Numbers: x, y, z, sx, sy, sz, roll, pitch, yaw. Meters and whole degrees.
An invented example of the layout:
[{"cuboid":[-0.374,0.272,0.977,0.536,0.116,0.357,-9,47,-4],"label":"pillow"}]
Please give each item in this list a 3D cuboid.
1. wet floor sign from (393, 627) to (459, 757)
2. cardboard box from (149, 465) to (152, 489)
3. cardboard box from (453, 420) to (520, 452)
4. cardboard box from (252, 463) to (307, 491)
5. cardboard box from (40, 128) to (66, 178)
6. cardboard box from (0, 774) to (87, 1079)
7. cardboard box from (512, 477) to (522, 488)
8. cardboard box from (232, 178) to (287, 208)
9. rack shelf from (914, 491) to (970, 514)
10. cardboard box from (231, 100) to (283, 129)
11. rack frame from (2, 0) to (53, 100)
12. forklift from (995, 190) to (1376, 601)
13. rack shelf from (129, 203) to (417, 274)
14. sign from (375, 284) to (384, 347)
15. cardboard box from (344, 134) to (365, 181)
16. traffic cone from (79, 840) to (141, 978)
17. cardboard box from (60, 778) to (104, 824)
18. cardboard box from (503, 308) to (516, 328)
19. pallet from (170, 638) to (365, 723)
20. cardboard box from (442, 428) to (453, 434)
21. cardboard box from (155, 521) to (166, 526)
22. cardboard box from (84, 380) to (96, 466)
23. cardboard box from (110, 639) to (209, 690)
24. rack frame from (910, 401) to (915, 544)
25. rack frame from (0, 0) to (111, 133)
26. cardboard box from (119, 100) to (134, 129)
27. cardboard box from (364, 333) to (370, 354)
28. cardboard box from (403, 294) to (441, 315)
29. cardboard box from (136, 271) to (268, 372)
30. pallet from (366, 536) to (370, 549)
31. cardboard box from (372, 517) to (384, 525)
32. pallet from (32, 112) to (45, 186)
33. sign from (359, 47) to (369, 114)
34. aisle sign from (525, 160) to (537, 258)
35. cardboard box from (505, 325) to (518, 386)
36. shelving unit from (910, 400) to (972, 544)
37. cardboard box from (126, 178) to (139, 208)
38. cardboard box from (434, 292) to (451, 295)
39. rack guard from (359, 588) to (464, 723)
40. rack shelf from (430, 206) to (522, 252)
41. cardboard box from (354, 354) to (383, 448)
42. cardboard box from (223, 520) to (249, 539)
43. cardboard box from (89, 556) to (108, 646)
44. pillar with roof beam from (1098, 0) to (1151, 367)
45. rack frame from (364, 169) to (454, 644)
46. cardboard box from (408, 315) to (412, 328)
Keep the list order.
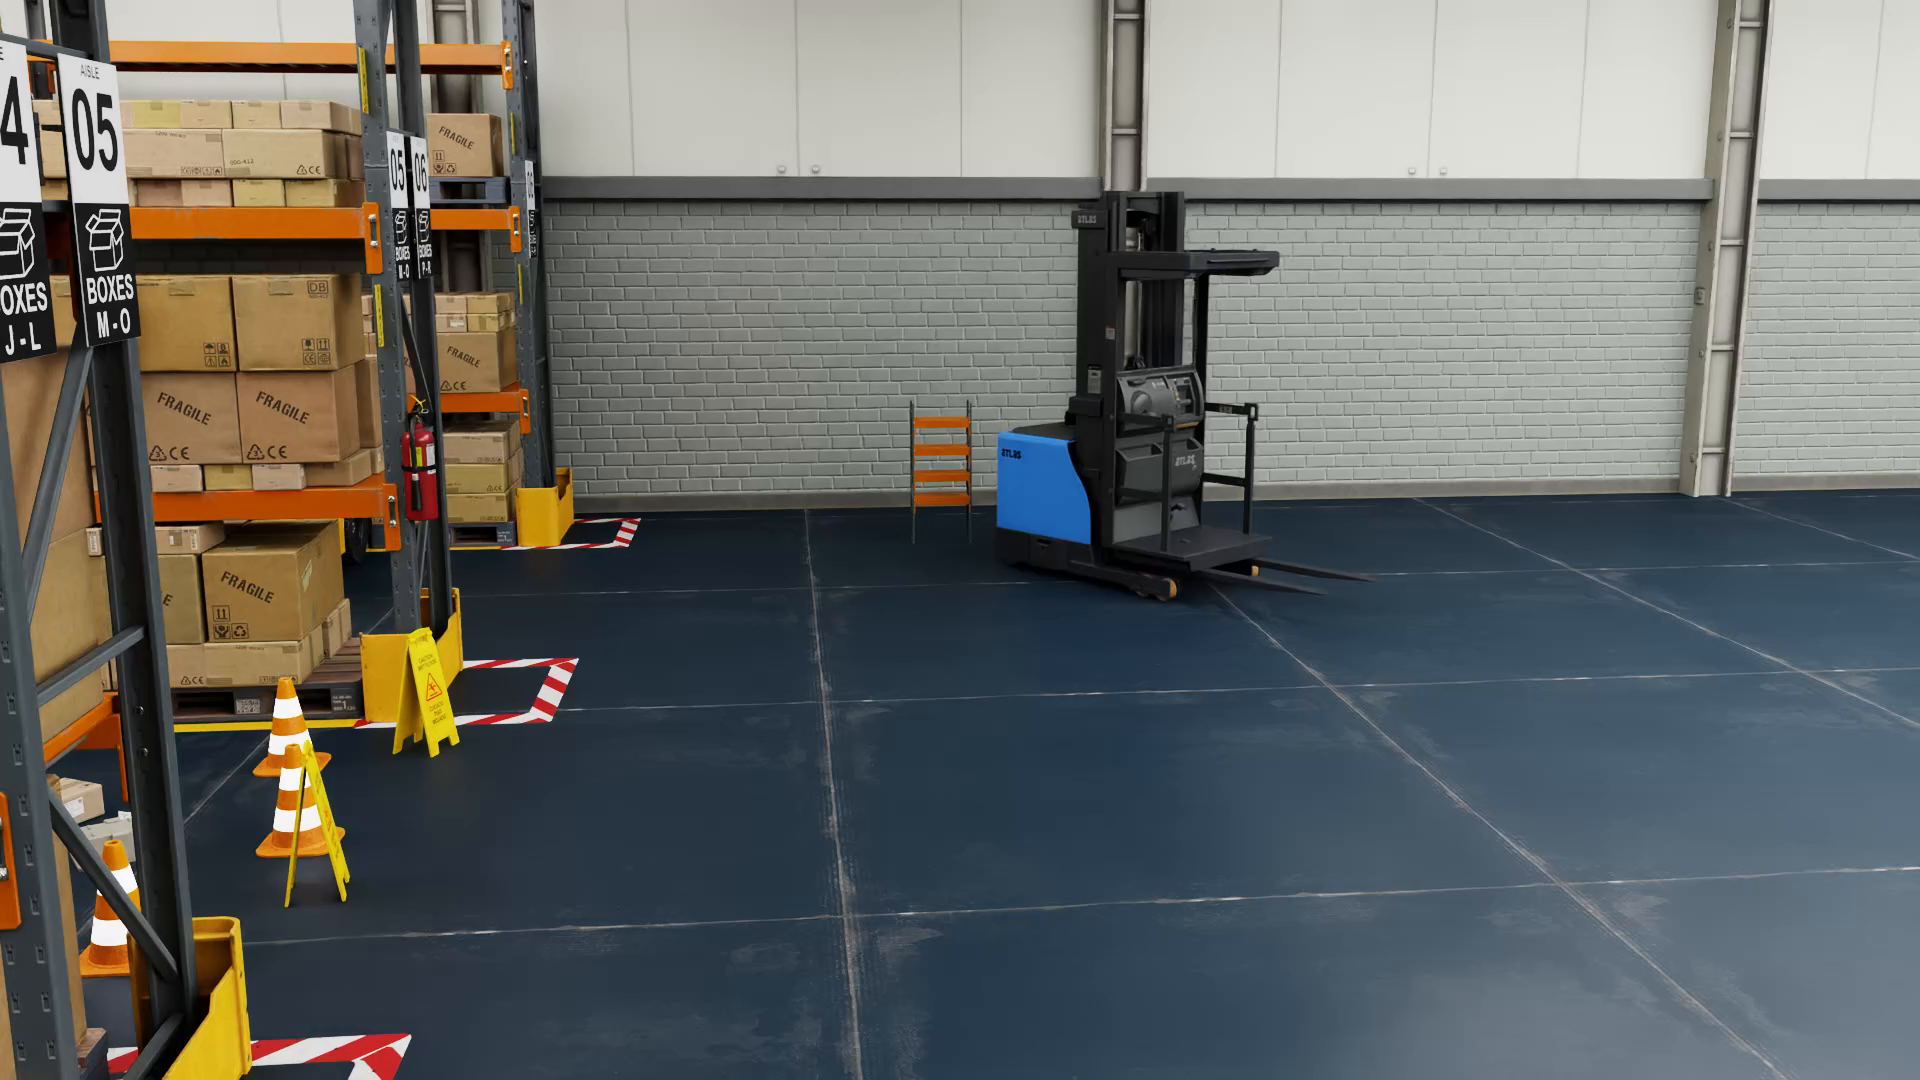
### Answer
[{"cuboid":[-2.817,0.782,8.715,0.232,0.644,0.267,3,11,14],"label":"wet floor sign"},{"cuboid":[-4.489,-0.385,9.199,0.250,0.149,0.380,-1,11,-5],"label":"cardboard box"},{"cuboid":[-4.159,-0.900,14.615,0.500,0.250,0.500,-1,11,-7],"label":"cardboard box"},{"cuboid":[-3.710,-0.375,9.152,0.250,0.149,0.380,-1,11,-7],"label":"cardboard box"},{"cuboid":[-4.616,-2.034,8.779,0.500,0.250,0.500,-1,11,-4],"label":"cardboard box"},{"cuboid":[-3.153,1.237,4.722,0.875,0.875,0.875,-1,11,-6],"label":"cardboard box"},{"cuboid":[-4.170,-0.410,14.717,0.500,0.250,0.500,-1,11,-6],"label":"cardboard box"},{"cuboid":[-3.689,-1.850,8.877,0.250,0.149,0.380,-1,11,-6],"label":"cardboard box"},{"cuboid":[-0.165,-0.324,14.286,0.480,0.148,0.258,-1,11,-6],"label":"rack shelf"},{"cuboid":[-3.686,-2.252,8.856,0.250,0.149,0.380,-1,11,-5],"label":"cardboard box"},{"cuboid":[-7.637,-4.386,13.351,0.127,3.000,1.000,-1,11,-6],"label":"rack frame"},{"cuboid":[1.664,-1.105,12.392,1.130,2.935,3.031,-11,15,-43],"label":"forklift"},{"cuboid":[-5.109,-1.651,9.080,4.000,0.370,1.077,-1,11,-6],"label":"rack shelf"},{"cuboid":[-3.081,-1.190,8.826,0.005,0.325,0.100,-1,11,-6],"label":"sign"},{"cuboid":[-3.650,-2.159,9.415,0.500,0.250,0.500,-1,11,-7],"label":"cardboard box"},{"cuboid":[-3.167,1.357,6.267,0.334,0.463,0.336,-1,11,-6],"label":"traffic cone"},{"cuboid":[-4.205,1.240,7.677,0.250,0.149,0.380,5,12,23],"label":"cardboard box"},{"cuboid":[-4.026,-1.936,14.498,0.250,0.149,0.380,-1,11,-8],"label":"cardboard box"},{"cuboid":[-4.008,0.806,9.721,1.213,0.211,1.003,-1,11,-6],"label":"pallet"},{"cuboid":[-4.592,-0.792,14.068,0.500,0.250,0.500,-1,11,-5],"label":"cardboard box"},{"cuboid":[-4.497,-0.025,9.134,0.250,0.149,0.380,-1,11,-5],"label":"cardboard box"},{"cuboid":[-4.627,-0.686,9.049,0.500,0.500,0.500,-1,11,-6],"label":"cardboard box"},{"cuboid":[-4.411,0.647,9.341,0.500,0.250,0.500,-1,11,-6],"label":"cardboard box"},{"cuboid":[-0.407,-0.580,14.209,0.015,1.200,0.240,-1,11,-6],"label":"rack frame"},{"cuboid":[-2.486,-2.570,4.115,0.127,3.000,1.000,-1,11,-6],"label":"rack frame"},{"cuboid":[-4.439,-2.244,8.815,0.250,0.149,0.380,-1,11,-6],"label":"cardboard box"},{"cuboid":[-5.148,-1.494,13.935,0.500,0.500,0.500,-1,11,-7],"label":"cardboard box"},{"cuboid":[-4.493,-1.969,13.898,0.250,0.149,0.380,-1,11,-5],"label":"cardboard box"},{"cuboid":[-4.109,-1.198,9.063,0.500,0.500,0.700,-1,11,-6],"label":"cardboard box"},{"cuboid":[-5.627,-0.109,14.374,1.213,0.211,1.003,-1,11,-6],"label":"pallet"},{"cuboid":[-5.088,-0.295,14.132,0.500,0.250,0.500,-1,11,-5],"label":"cardboard box"},{"cuboid":[-3.222,-1.038,4.324,1.213,0.211,1.003,-1,11,-6],"label":"pallet"},{"cuboid":[-3.081,-2.373,8.593,0.005,0.325,0.100,-1,11,-6],"label":"sign"},{"cuboid":[-3.564,-2.746,13.823,0.004,0.787,0.394,-1,11,-6],"label":"aisle sign"},{"cuboid":[-4.183,-1.618,14.562,0.500,0.500,0.500,-1,11,-4],"label":"cardboard box"},{"cuboid":[-0.165,-0.585,14.235,0.503,1.200,0.258,-1,11,-6],"label":"shelving unit"},{"cuboid":[-4.459,-1.844,8.848,0.250,0.149,0.380,-1,11,-7],"label":"cardboard box"},{"cuboid":[-4.543,-2.066,14.388,0.250,0.149,0.380,-1,11,-5],"label":"cardboard box"},{"cuboid":[-3.197,0.654,9.745,0.348,0.500,1.175,-1,11,-6],"label":"rack guard"},{"cuboid":[-5.649,-2.603,13.921,4.000,0.370,1.077,-1,11,-6],"label":"rack shelf"},{"cuboid":[-3.622,-0.812,9.694,0.500,0.500,0.500,-1,11,-7],"label":"cardboard box"},{"cuboid":[-4.496,0.177,9.785,0.500,0.500,0.500,-2,11,-8],"label":"cardboard box"},{"cuboid":[-4.910,0.289,9.219,0.500,0.500,0.500,-1,11,-7],"label":"cardboard box"},{"cuboid":[1.979,-3.927,11.016,0.400,9.000,9.100,-1,11,-6],"label":"pillar with roof beam"},{"cuboid":[-3.121,-0.574,9.512,0.127,3.000,1.000,-1,11,-6],"label":"rack frame"},{"cuboid":[-4.491,-1.827,13.947,0.250,0.149,0.380,-1,11,-5],"label":"cardboard box"}]
